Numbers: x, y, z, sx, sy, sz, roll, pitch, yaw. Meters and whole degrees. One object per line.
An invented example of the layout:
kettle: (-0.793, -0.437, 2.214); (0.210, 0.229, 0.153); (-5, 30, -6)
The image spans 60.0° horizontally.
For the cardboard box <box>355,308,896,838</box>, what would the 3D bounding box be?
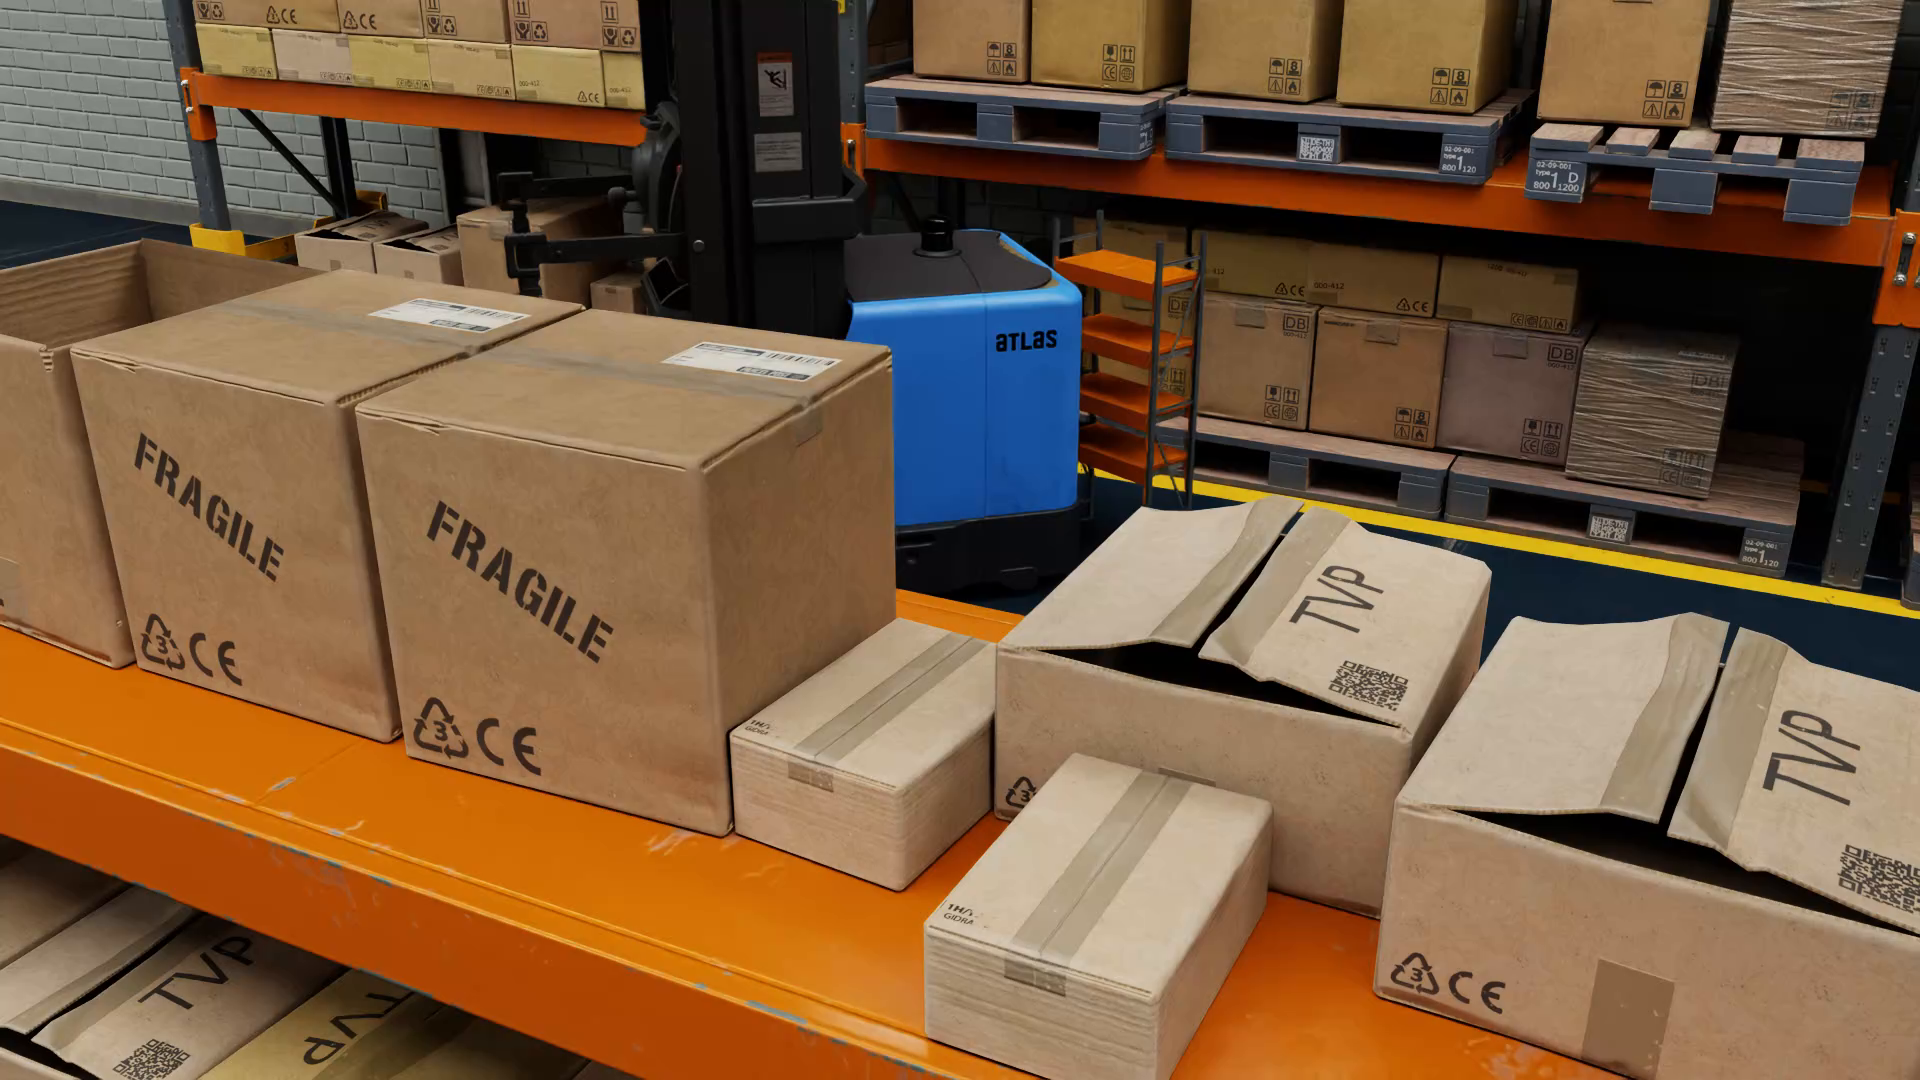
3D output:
cardboard box: (-0.420, 0.014, 2.257); (0.500, 0.500, 0.500); (10, 25, 22)

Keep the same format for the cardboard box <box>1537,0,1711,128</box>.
cardboard box: (2.382, -1.798, 5.955); (0.500, 0.500, 0.700); (9, 25, 20)

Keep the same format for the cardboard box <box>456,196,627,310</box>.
cardboard box: (-2.105, -1.444, 8.445); (0.500, 0.500, 0.700); (10, 25, 21)

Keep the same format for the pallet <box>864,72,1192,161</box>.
pallet: (0.364, -1.813, 6.925); (1.213, 0.211, 1.003); (11, 25, 25)

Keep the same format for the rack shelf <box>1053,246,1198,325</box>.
rack shelf: (0.584, -0.896, 5.820); (0.258, 0.148, 0.480); (-19, 30, -38)

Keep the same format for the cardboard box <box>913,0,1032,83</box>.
cardboard box: (0.186, -2.234, 6.979); (0.500, 0.500, 0.700); (11, 26, 25)

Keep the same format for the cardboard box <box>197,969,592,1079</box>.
cardboard box: (-0.856, 0.889, 2.587); (0.500, 0.311, 0.500); (12, 26, 26)

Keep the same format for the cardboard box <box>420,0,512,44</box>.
cardboard box: (-2.171, -2.618, 7.781); (0.500, 0.500, 0.500); (12, 26, 26)

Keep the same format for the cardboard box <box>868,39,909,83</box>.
cardboard box: (-0.575, -2.185, 7.721); (0.500, 0.250, 0.500); (11, 26, 25)

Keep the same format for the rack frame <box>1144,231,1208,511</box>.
rack frame: (0.745, -0.463, 5.805); (0.240, 1.200, 0.015); (-19, 30, -38)

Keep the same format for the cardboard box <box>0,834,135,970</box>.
cardboard box: (-1.784, 0.708, 3.012); (0.500, 0.311, 0.500); (11, 25, 24)

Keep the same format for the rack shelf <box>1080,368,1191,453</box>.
rack shelf: (0.584, -0.472, 6.000); (0.258, 0.148, 0.480); (-19, 30, -38)

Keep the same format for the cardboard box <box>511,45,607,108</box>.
cardboard box: (-1.709, -2.179, 7.707); (0.500, 0.250, 0.500); (11, 25, 24)

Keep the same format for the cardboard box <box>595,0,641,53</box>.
cardboard box: (-1.262, -2.434, 7.348); (0.500, 0.500, 0.500); (11, 25, 24)

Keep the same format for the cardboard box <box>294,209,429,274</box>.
cardboard box: (-3.246, -1.605, 9.064); (0.500, 0.311, 0.500); (8, 24, 19)

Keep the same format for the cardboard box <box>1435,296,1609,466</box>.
cardboard box: (2.244, -0.673, 6.632); (0.500, 0.500, 0.700); (11, 25, 24)

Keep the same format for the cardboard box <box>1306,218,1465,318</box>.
cardboard box: (1.709, -1.098, 6.674); (0.500, 0.250, 0.500); (11, 25, 24)

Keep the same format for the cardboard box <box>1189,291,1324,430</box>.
cardboard box: (1.333, -0.837, 7.017); (0.500, 0.500, 0.700); (12, 26, 25)

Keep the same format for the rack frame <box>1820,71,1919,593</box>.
rack frame: (3.317, -1.381, 5.663); (0.127, 3.000, 1.000); (11, 25, 25)

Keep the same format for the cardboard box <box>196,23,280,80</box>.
cardboard box: (-3.530, -2.536, 8.547); (0.500, 0.250, 0.500); (10, 25, 23)

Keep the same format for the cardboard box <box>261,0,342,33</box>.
cardboard box: (-3.095, -2.798, 8.205); (0.500, 0.500, 0.500); (11, 26, 25)

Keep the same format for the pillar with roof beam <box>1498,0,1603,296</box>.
pillar with roof beam: (0.605, -3.169, 2.204); (0.400, 9.000, 9.100); (11, 25, 25)

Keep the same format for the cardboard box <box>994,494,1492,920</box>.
cardboard box: (0.374, 0.166, 2.142); (0.500, 0.311, 0.500); (11, 25, 24)

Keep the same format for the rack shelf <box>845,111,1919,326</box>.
rack shelf: (1.532, -1.403, 6.635); (4.000, 0.370, 1.077); (11, 25, 25)

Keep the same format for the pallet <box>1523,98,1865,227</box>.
pallet: (2.633, -1.381, 5.909); (1.003, 0.211, 1.213); (11, 25, 25)

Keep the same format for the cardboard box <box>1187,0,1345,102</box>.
cardboard box: (1.283, -2.027, 6.494); (0.500, 0.500, 0.700); (15, 27, 32)

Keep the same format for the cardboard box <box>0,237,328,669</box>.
cardboard box: (-1.336, -0.168, 2.684); (0.500, 0.500, 0.500); (13, 26, 28)

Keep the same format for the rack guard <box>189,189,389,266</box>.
rack guard: (-3.755, -1.629, 9.443); (0.348, 0.500, 1.175); (11, 25, 25)

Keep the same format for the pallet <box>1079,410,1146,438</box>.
pallet: (0.443, -0.667, 7.548); (1.213, 0.211, 1.003); (11, 25, 25)

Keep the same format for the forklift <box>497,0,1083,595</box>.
forklift: (-1.155, -1.212, 5.355); (3.031, 2.935, 1.130); (-6, 24, -14)

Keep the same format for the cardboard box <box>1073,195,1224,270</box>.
cardboard box: (0.806, -1.283, 7.109); (0.500, 0.250, 0.500); (11, 25, 23)

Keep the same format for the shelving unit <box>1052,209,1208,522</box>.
shelving unit: (0.584, -0.534, 5.973); (0.258, 1.200, 0.503); (-19, 30, -38)

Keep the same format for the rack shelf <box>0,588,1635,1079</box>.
rack shelf: (-0.700, 0.328, 2.565); (4.000, 0.370, 1.077); (11, 25, 25)

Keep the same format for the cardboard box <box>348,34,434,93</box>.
cardboard box: (-2.608, -2.358, 8.127); (0.500, 0.250, 0.500); (11, 25, 24)

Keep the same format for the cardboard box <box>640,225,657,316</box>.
cardboard box: (-1.197, -1.308, 8.126); (0.500, 0.500, 0.500); (9, 25, 21)

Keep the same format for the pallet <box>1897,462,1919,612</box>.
pallet: (3.987, 0.068, 5.820); (1.213, 0.211, 1.003); (11, 25, 25)

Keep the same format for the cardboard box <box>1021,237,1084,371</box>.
cardboard box: (0.412, -1.015, 7.435); (0.500, 0.500, 0.700); (12, 26, 26)
